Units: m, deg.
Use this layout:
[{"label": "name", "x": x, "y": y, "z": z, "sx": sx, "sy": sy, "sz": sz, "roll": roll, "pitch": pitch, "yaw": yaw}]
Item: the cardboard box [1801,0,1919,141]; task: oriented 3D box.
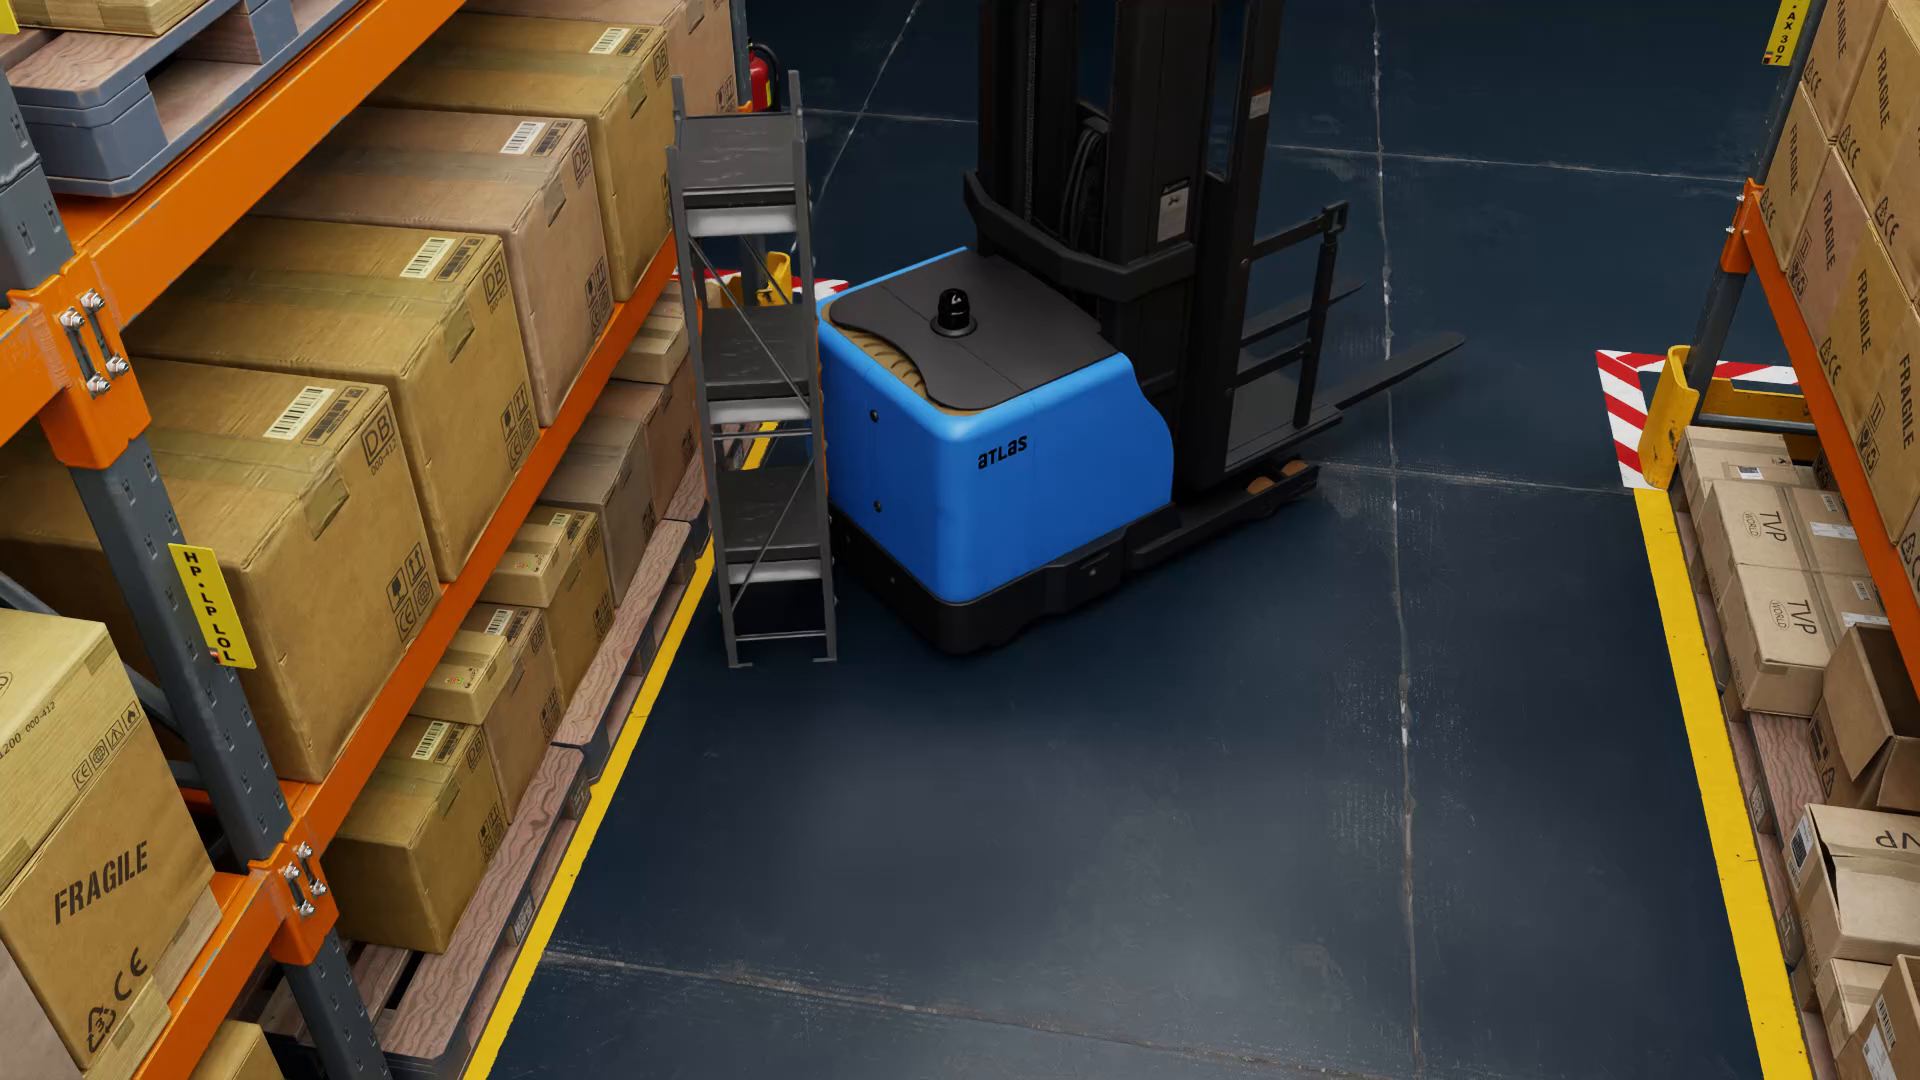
[{"label": "cardboard box", "x": 3.178, "y": -1.641, "z": 5.518, "sx": 0.500, "sy": 0.500, "sz": 0.500, "roll": 8, "pitch": 40, "yaw": 9}]

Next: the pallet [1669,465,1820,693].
[{"label": "pallet", "x": 3.364, "y": 0.156, "z": 6.395, "sx": 1.003, "sy": 0.211, "sz": 1.213, "roll": 6, "pitch": 40, "yaw": 8}]

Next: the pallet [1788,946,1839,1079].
[{"label": "pallet", "x": 2.942, "y": 1.688, "z": 4.543, "sx": 1.003, "sy": 0.211, "sz": 1.213, "roll": 6, "pitch": 40, "yaw": 8}]

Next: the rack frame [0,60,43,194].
[{"label": "rack frame", "x": -2.058, "y": -1.812, "z": 1.880, "sx": 1.000, "sy": 3.000, "sz": 0.127, "roll": 6, "pitch": 40, "yaw": 8}]

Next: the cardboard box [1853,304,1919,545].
[{"label": "cardboard box", "x": 2.916, "y": -0.303, "z": 4.684, "sx": 0.500, "sy": 0.500, "sz": 0.500, "roll": 7, "pitch": 40, "yaw": 8}]

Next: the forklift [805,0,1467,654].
[{"label": "forklift", "x": 0.875, "y": -1.470, "z": 6.227, "sx": 3.031, "sy": 2.935, "sz": 1.130, "roll": -25, "pitch": 46, "yaw": -27}]

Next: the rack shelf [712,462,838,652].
[{"label": "rack shelf", "x": -0.683, "y": 0.048, "z": 6.164, "sx": 0.431, "sy": 0.518, "sz": 0.480, "roll": -4, "pitch": 40, "yaw": -4}]

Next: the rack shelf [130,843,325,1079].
[{"label": "rack shelf", "x": -2.404, "y": 2.032, "z": 2.502, "sx": 1.077, "sy": 0.370, "sz": 4.000, "roll": 6, "pitch": 40, "yaw": 8}]

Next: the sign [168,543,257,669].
[{"label": "sign", "x": -1.521, "y": 0.138, "z": 3.383, "sx": 0.100, "sy": 0.325, "sz": 0.005, "roll": 6, "pitch": 40, "yaw": 8}]

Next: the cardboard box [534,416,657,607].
[{"label": "cardboard box", "x": -1.561, "y": -0.129, "z": 6.184, "sx": 0.700, "sy": 0.500, "sz": 0.500, "roll": 5, "pitch": 40, "yaw": 6}]

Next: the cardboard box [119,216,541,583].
[{"label": "cardboard box", "x": -1.816, "y": -0.412, "z": 4.659, "sx": 0.980, "sy": 0.700, "sz": 0.700, "roll": 5, "pitch": 40, "yaw": 7}]

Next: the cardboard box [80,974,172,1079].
[{"label": "cardboard box", "x": -1.858, "y": 0.993, "z": 3.376, "sx": 0.380, "sy": 0.149, "sz": 0.250, "roll": 7, "pitch": 40, "yaw": 8}]

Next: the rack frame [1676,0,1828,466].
[{"label": "rack frame", "x": 3.514, "y": -1.467, "z": 6.170, "sx": 1.000, "sy": 3.000, "sz": 0.127, "roll": 6, "pitch": 40, "yaw": 8}]

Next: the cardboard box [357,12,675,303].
[{"label": "cardboard box", "x": -1.559, "y": -1.347, "z": 5.790, "sx": 0.980, "sy": 0.700, "sz": 0.700, "roll": 6, "pitch": 40, "yaw": 7}]

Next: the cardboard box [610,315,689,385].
[{"label": "cardboard box", "x": -1.274, "y": -0.747, "z": 6.423, "sx": 0.380, "sy": 0.149, "sz": 0.250, "roll": 7, "pitch": 40, "yaw": 9}]

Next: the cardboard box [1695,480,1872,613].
[{"label": "cardboard box", "x": 3.054, "y": 0.047, "z": 6.151, "sx": 0.500, "sy": 0.250, "sz": 0.500, "roll": 6, "pitch": 40, "yaw": 8}]

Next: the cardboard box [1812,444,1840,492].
[{"label": "cardboard box", "x": 3.663, "y": -0.304, "z": 6.380, "sx": 0.500, "sy": 0.500, "sz": 0.500, "roll": 6, "pitch": 40, "yaw": 8}]

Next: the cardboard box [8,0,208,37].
[{"label": "cardboard box", "x": -1.678, "y": -1.203, "z": 3.207, "sx": 0.500, "sy": 0.250, "sz": 0.500, "roll": 6, "pitch": 40, "yaw": 8}]

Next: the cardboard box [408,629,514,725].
[{"label": "cardboard box", "x": -1.588, "y": 0.399, "z": 5.037, "sx": 0.380, "sy": 0.149, "sz": 0.250, "roll": 8, "pitch": 40, "yaw": 9}]

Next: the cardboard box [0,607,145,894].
[{"label": "cardboard box", "x": -1.886, "y": 0.371, "z": 3.031, "sx": 0.500, "sy": 0.250, "sz": 0.500, "roll": 7, "pitch": 40, "yaw": 9}]

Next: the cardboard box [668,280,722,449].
[{"label": "cardboard box", "x": -1.388, "y": -0.759, "z": 6.946, "sx": 0.700, "sy": 0.500, "sz": 0.500, "roll": 6, "pitch": 40, "yaw": 8}]

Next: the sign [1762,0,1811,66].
[{"label": "sign", "x": 2.980, "y": -1.860, "z": 5.966, "sx": 0.100, "sy": 0.325, "sz": 0.005, "roll": 6, "pitch": 40, "yaw": 8}]

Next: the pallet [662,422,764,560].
[{"label": "pallet", "x": -1.427, "y": -0.425, "z": 7.099, "sx": 1.003, "sy": 0.211, "sz": 1.213, "roll": 6, "pitch": 40, "yaw": 8}]

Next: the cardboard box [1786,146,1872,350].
[{"label": "cardboard box", "x": 3.094, "y": -0.931, "z": 5.444, "sx": 0.500, "sy": 0.500, "sz": 0.500, "roll": 6, "pitch": 40, "yaw": 7}]

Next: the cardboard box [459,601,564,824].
[{"label": "cardboard box", "x": -1.737, "y": 0.529, "z": 5.389, "sx": 0.700, "sy": 0.500, "sz": 0.500, "roll": 6, "pitch": 40, "yaw": 7}]

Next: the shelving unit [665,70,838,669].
[{"label": "shelving unit", "x": -0.683, "y": -0.502, "z": 5.709, "sx": 0.431, "sy": 2.100, "sz": 0.503, "roll": -4, "pitch": 40, "yaw": -4}]

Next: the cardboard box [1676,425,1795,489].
[{"label": "cardboard box", "x": 3.103, "y": -0.312, "z": 6.666, "sx": 0.380, "sy": 0.149, "sz": 0.250, "roll": 6, "pitch": 40, "yaw": 8}]

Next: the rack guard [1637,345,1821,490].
[{"label": "rack guard", "x": 3.501, "y": -0.455, "z": 6.909, "sx": 1.175, "sy": 0.500, "sz": 0.348, "roll": 6, "pitch": 40, "yaw": 8}]

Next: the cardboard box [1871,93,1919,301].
[{"label": "cardboard box", "x": 3.003, "y": -0.999, "z": 4.741, "sx": 0.500, "sy": 0.500, "sz": 0.500, "roll": 7, "pitch": 40, "yaw": 8}]

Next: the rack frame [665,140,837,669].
[{"label": "rack frame", "x": -0.658, "y": -0.347, "z": 5.522, "sx": 0.400, "sy": 2.100, "sz": 0.015, "roll": -4, "pitch": 40, "yaw": -4}]

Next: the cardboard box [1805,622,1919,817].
[{"label": "cardboard box", "x": 3.142, "y": 0.657, "z": 5.215, "sx": 0.797, "sy": 0.503, "sz": 0.637, "roll": 6, "pitch": 40, "yaw": 8}]

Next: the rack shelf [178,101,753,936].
[{"label": "rack shelf", "x": -1.711, "y": -0.478, "z": 5.539, "sx": 1.077, "sy": 0.370, "sz": 4.000, "roll": 6, "pitch": 40, "yaw": 8}]

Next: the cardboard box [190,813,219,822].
[{"label": "cardboard box", "x": -2.048, "y": 0.663, "z": 4.718, "sx": 0.380, "sy": 0.149, "sz": 0.250, "roll": 6, "pitch": 40, "yaw": 7}]

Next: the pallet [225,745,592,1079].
[{"label": "pallet", "x": -1.849, "y": 1.106, "z": 5.247, "sx": 1.003, "sy": 0.211, "sz": 1.213, "roll": 6, "pitch": 40, "yaw": 8}]

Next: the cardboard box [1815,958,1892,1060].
[{"label": "cardboard box", "x": 2.647, "y": 1.342, "z": 4.665, "sx": 0.380, "sy": 0.149, "sz": 0.250, "roll": 6, "pitch": 40, "yaw": 8}]
